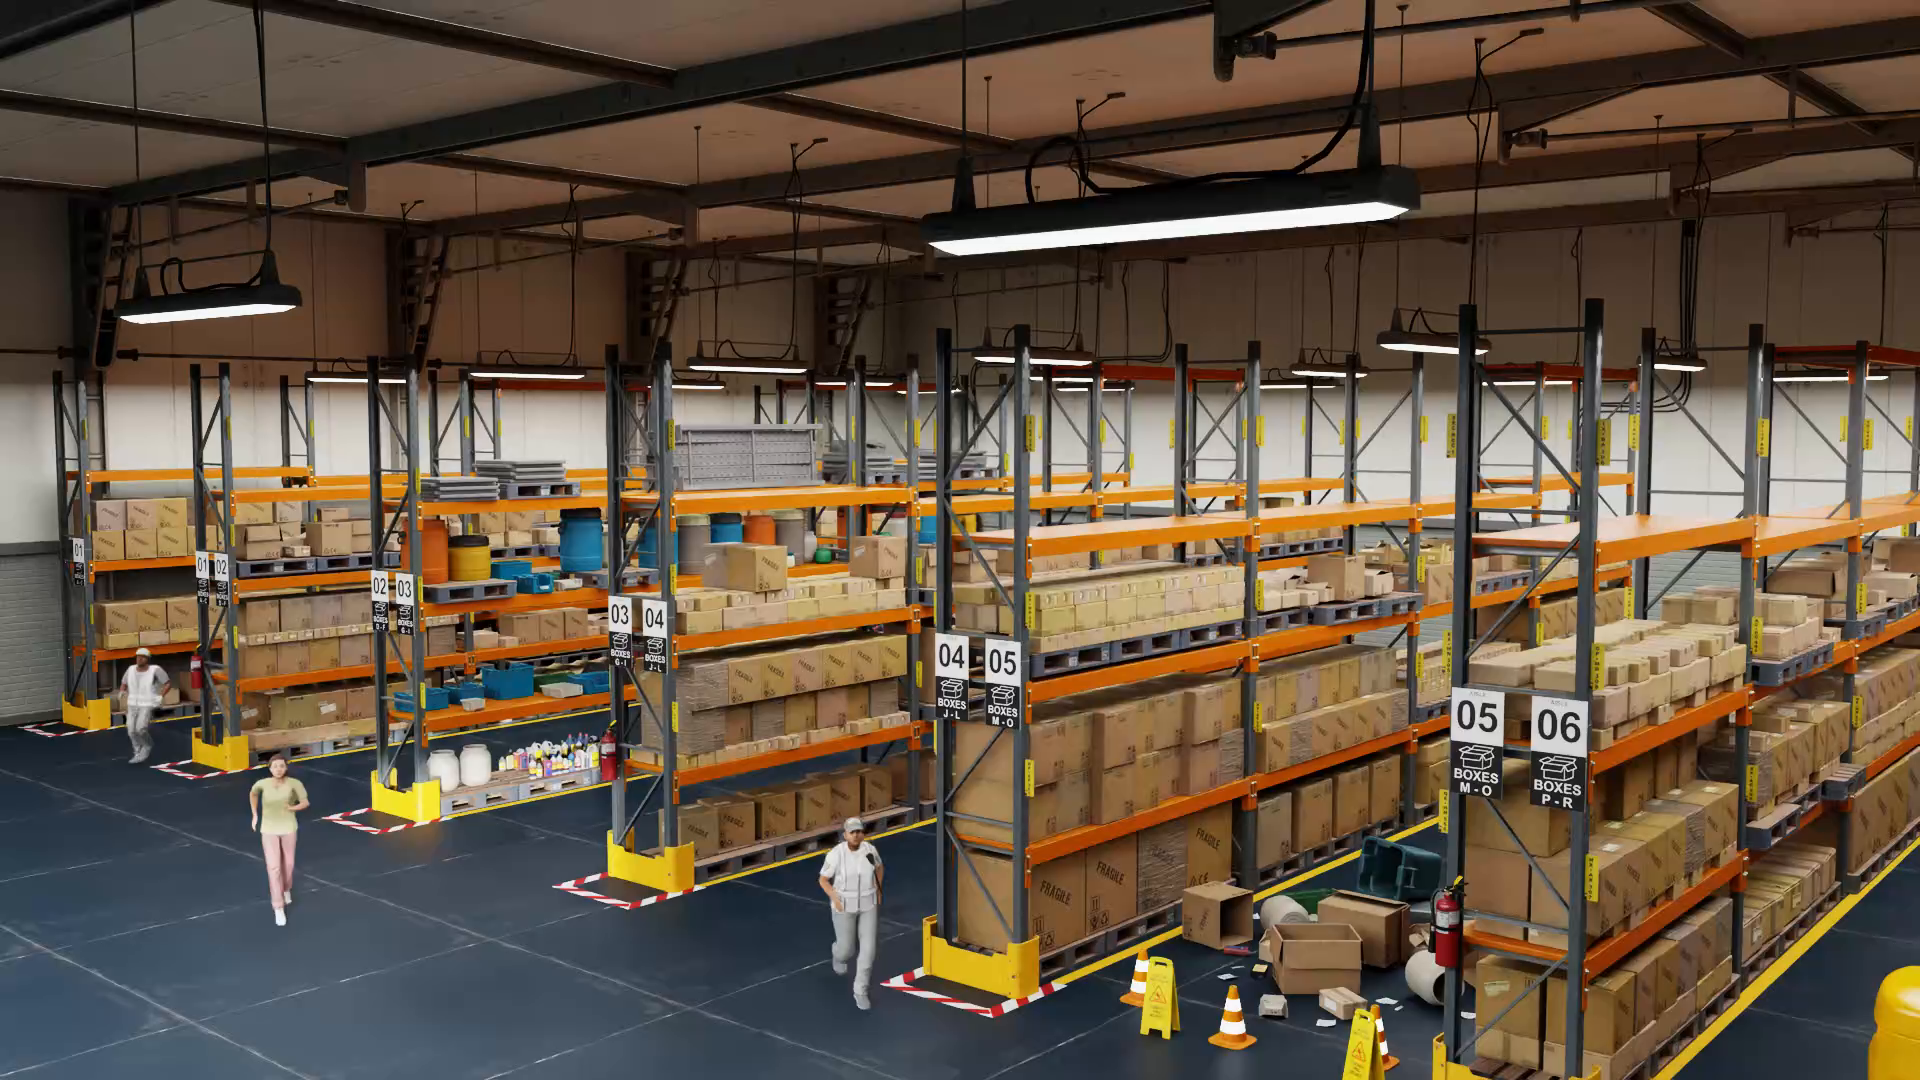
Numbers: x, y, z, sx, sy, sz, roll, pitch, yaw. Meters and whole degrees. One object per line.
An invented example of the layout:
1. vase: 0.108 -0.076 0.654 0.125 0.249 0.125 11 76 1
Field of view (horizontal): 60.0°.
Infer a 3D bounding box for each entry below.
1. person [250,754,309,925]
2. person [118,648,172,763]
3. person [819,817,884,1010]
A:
1. person: -7.074 3.058 17.321 0.556 1.692 0.913 -2 5 -26
2. person: -12.279 2.492 24.930 0.696 1.743 0.562 0 4 3
3. person: -0.953 3.286 14.883 0.616 1.647 0.745 -1 4 -18
